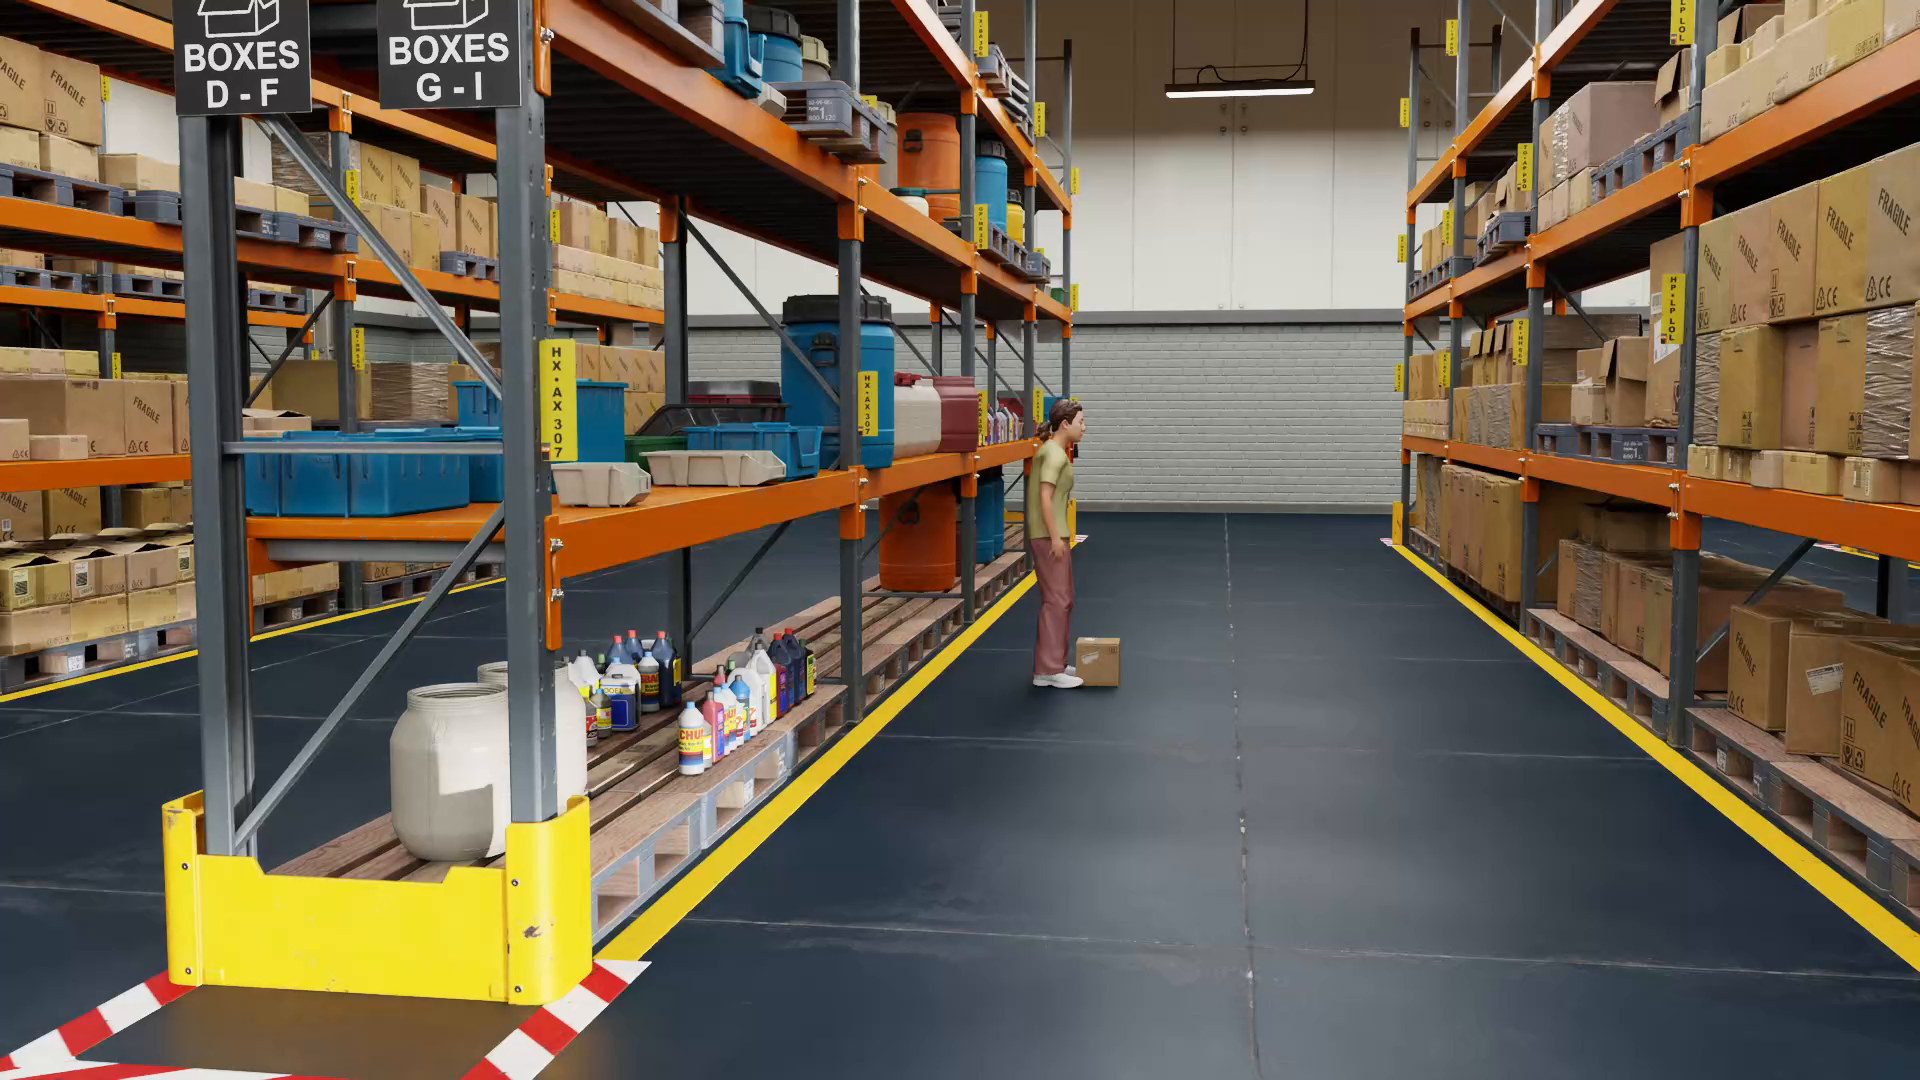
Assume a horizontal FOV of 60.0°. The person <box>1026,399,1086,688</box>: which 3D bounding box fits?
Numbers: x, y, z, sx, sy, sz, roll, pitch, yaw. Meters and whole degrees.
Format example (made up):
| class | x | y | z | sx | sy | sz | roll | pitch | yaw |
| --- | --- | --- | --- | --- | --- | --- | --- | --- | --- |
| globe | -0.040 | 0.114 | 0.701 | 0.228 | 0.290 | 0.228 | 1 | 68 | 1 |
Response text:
| class | x | y | z | sx | sy | sz | roll | pitch | yaw |
| --- | --- | --- | --- | --- | --- | --- | --- | --- | --- |
| person | 0.570 | 0.006 | 9.788 | 0.362 | 1.672 | 0.521 | 0 | 5 | 5 |
